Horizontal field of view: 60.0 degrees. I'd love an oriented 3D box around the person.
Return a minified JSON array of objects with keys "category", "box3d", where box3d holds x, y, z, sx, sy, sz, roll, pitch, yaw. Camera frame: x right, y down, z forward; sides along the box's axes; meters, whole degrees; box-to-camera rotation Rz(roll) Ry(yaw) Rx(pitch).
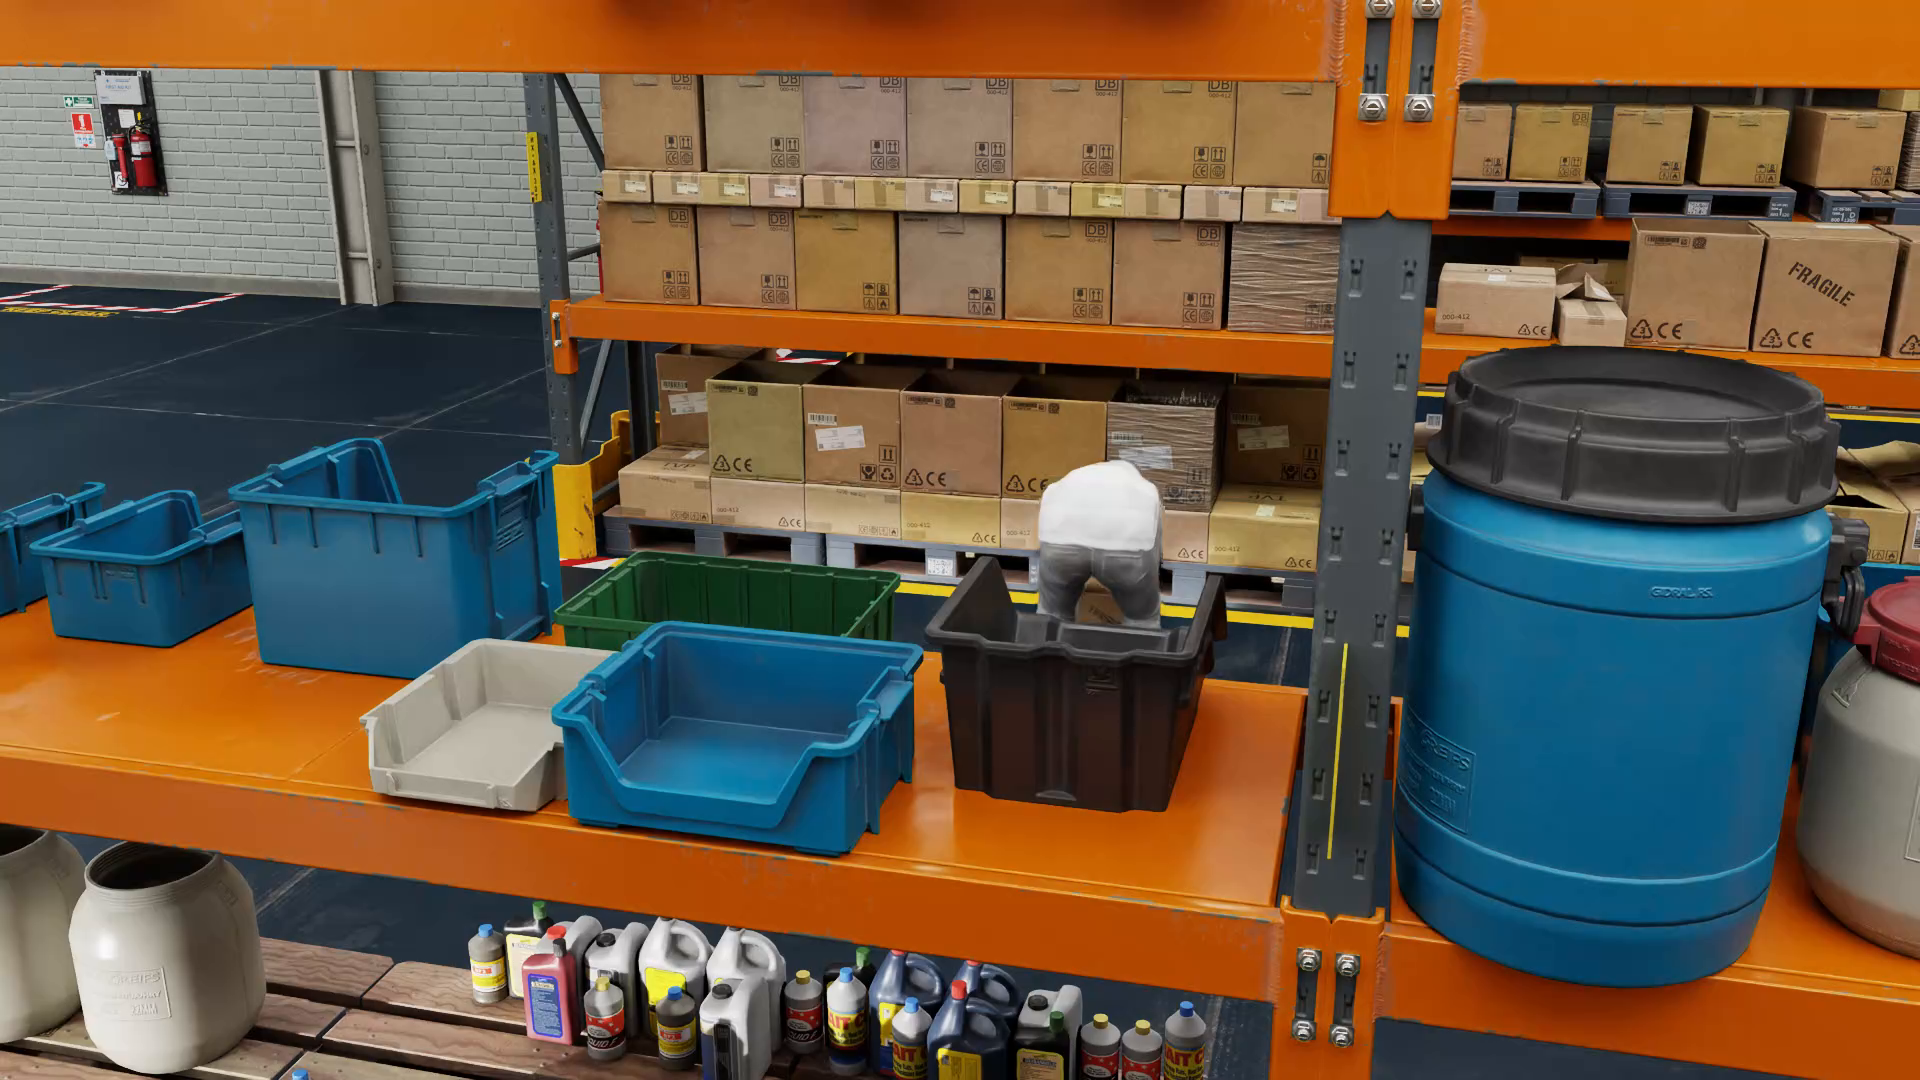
[{"category":"person","box3d":[0.573,0.165,6.646,0.489,1.065,1.009,4,18,11]}]
